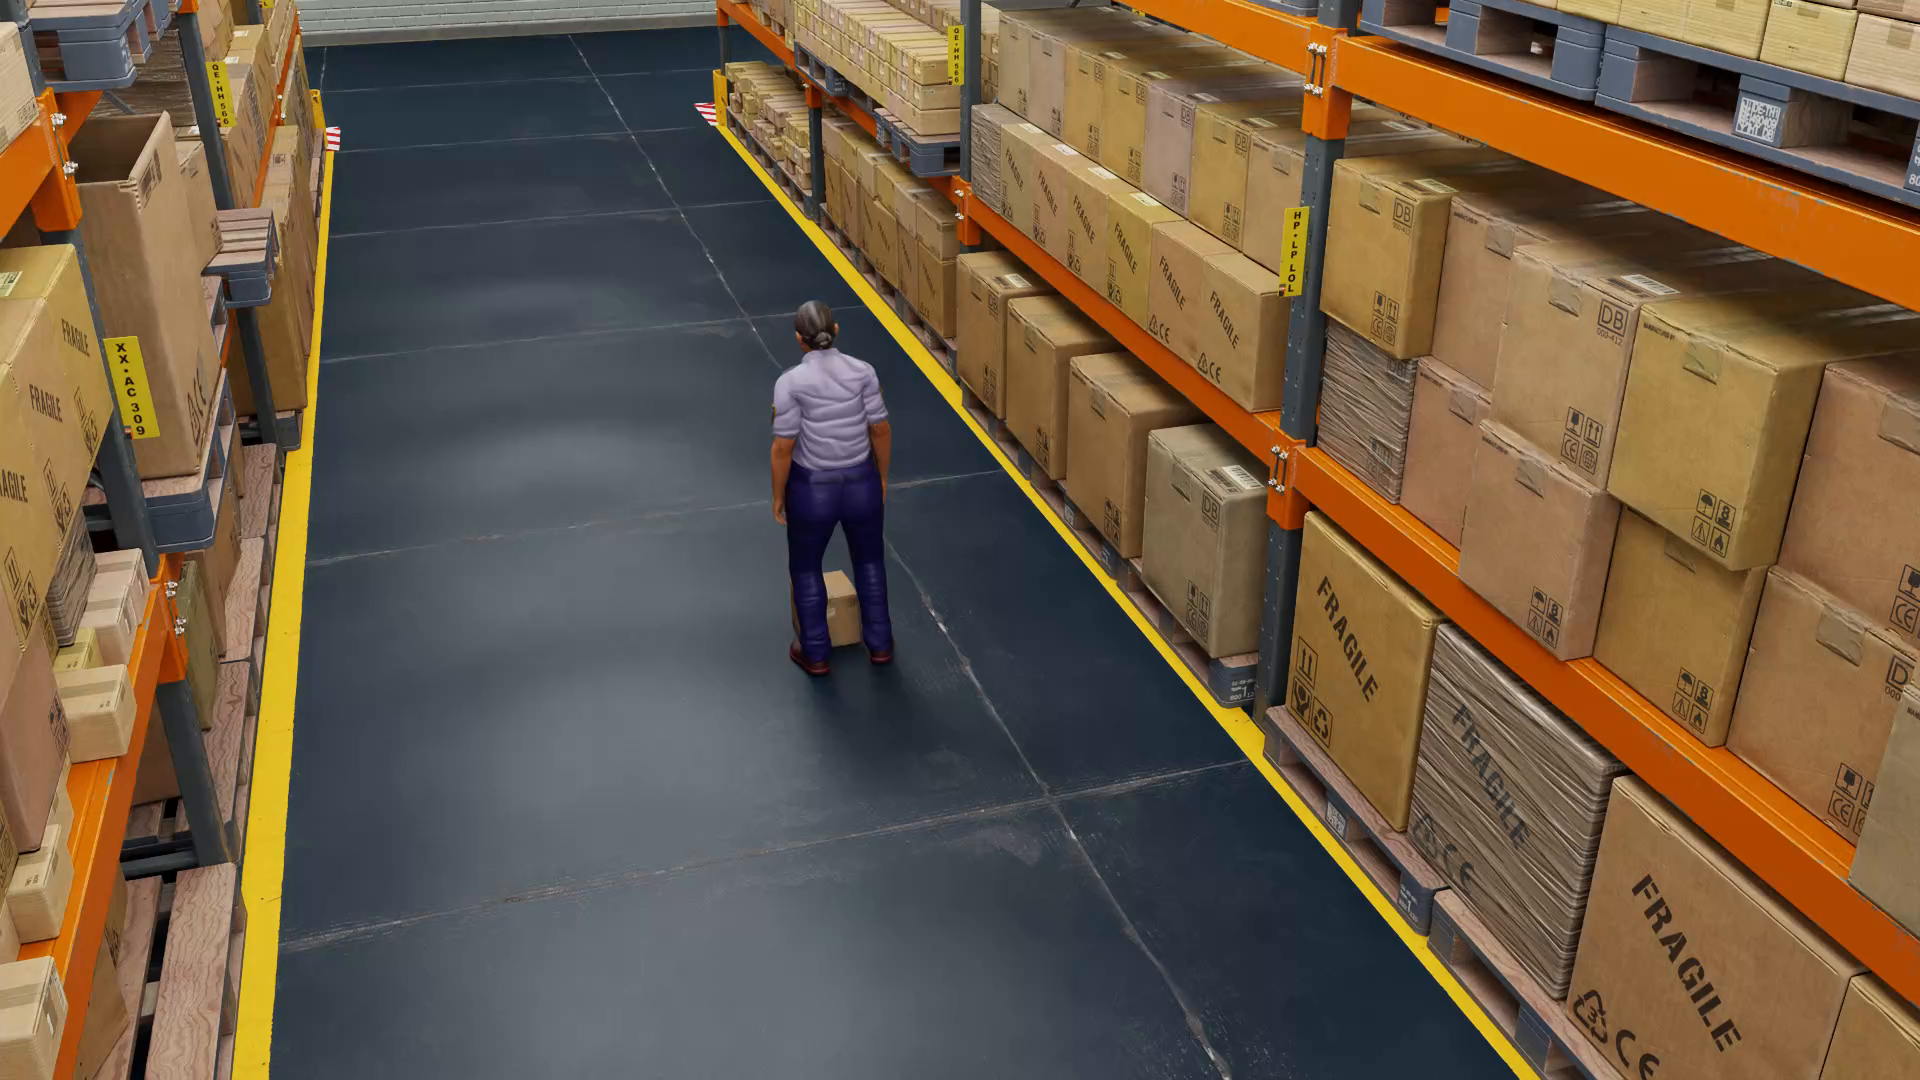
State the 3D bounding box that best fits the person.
[{"bbox_3d":[-0.531,-0.199,7.039,0.555,1.636,0.370,-10,28,-19],"label":"person"}]
